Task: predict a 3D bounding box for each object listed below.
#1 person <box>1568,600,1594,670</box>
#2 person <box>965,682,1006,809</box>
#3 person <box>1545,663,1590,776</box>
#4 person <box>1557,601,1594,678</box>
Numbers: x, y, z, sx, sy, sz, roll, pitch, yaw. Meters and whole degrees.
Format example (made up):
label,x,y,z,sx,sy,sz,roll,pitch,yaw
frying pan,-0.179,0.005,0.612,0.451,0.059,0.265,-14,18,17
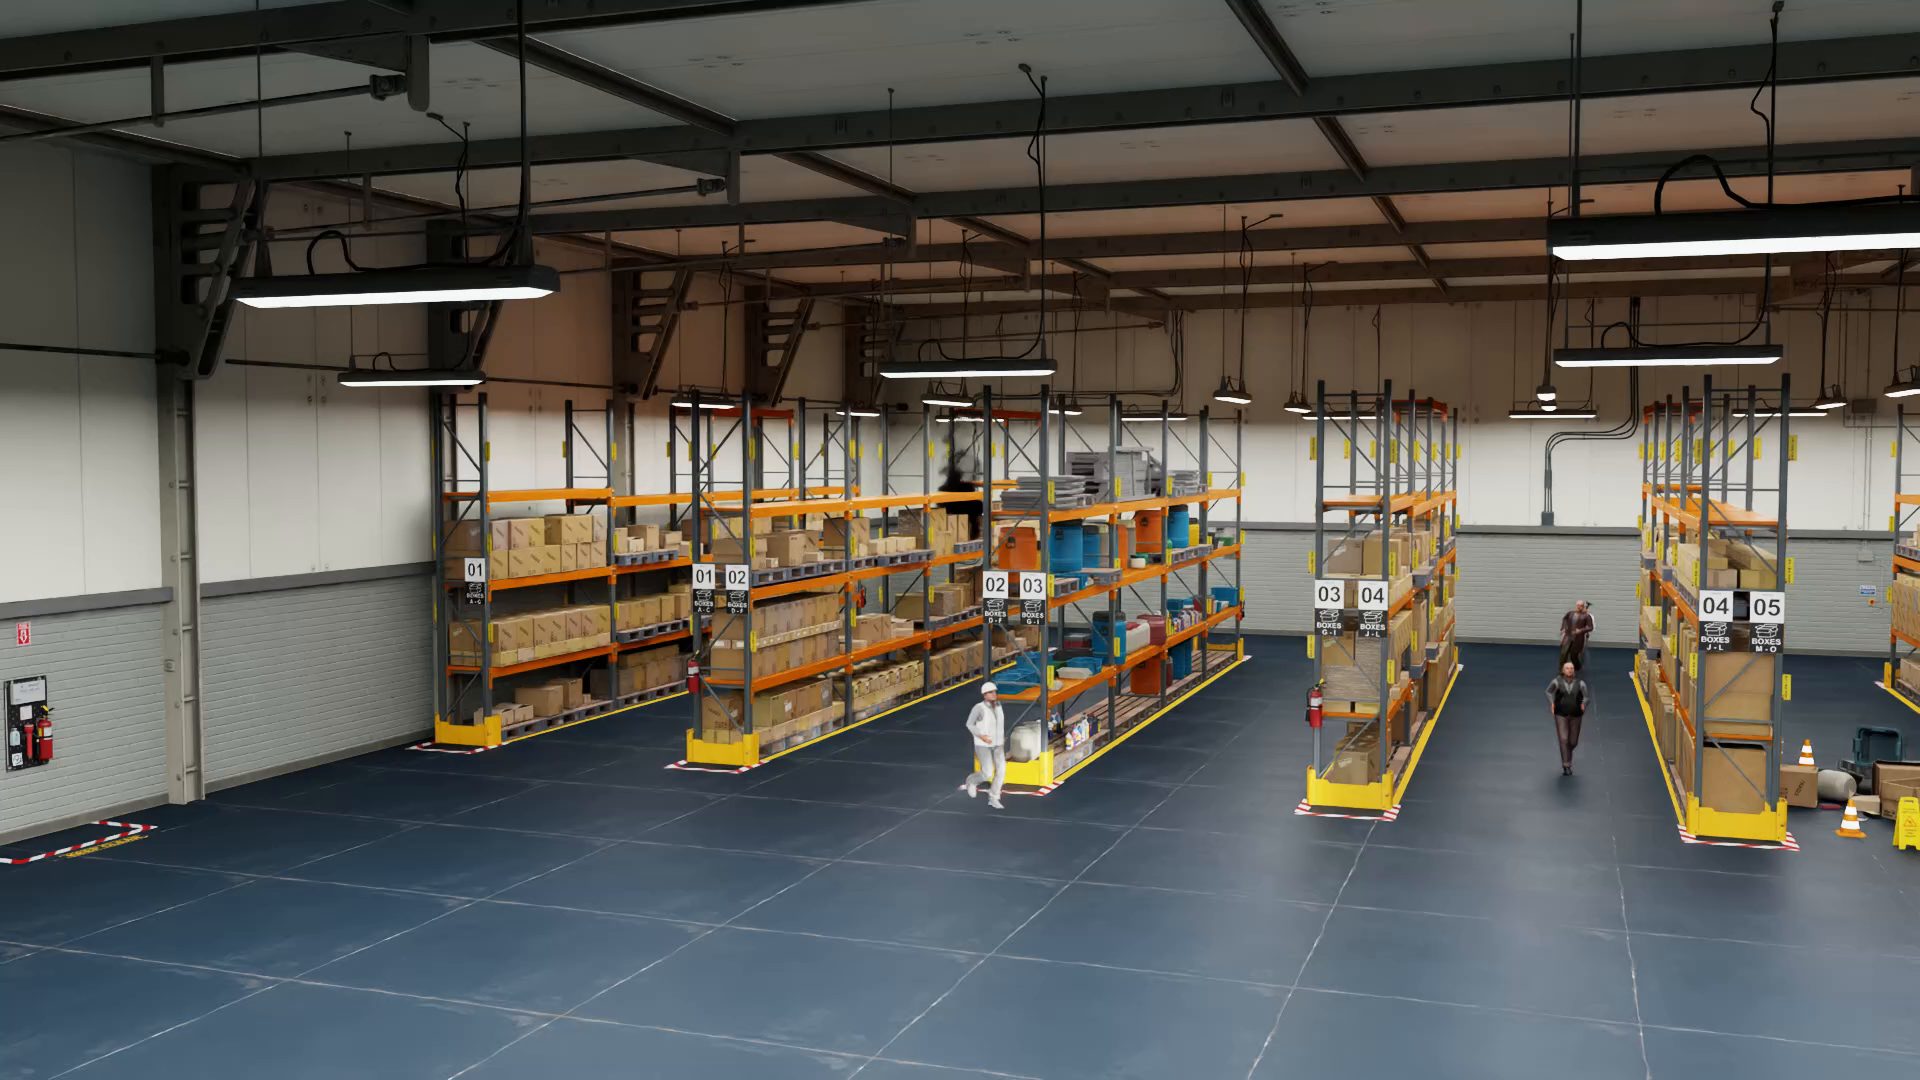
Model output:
label,x,y,z,sx,sy,sz,roll,pitch,yaw
person,14.043,2.193,37.570,0.632,1.706,0.664,-2,4,-39
person,0.378,2.886,23.509,0.678,1.768,0.697,-2,4,-38
person,9.507,2.773,26.020,0.662,1.721,0.880,1,3,13
person,13.464,2.190,36.334,0.740,1.754,1.011,3,4,40
